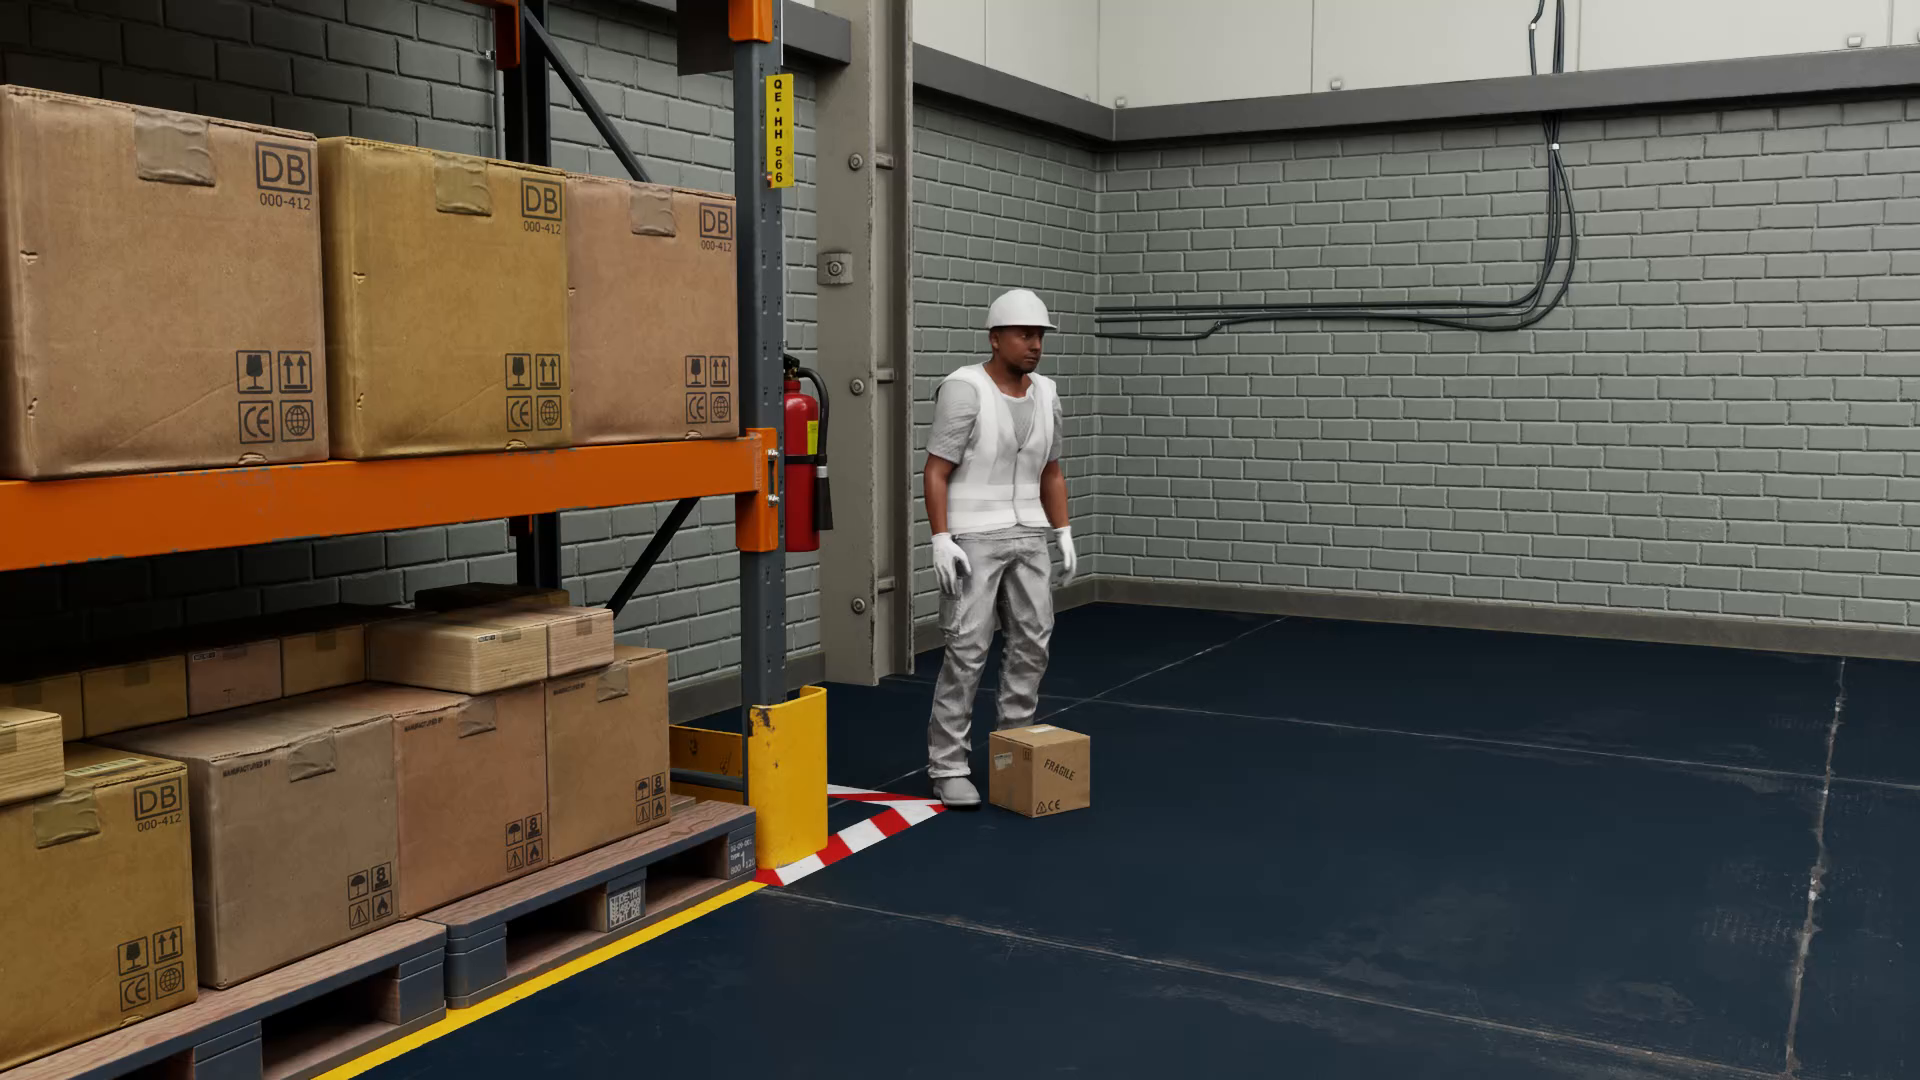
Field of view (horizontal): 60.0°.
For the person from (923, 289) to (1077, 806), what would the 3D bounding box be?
[{"bbox_3d":[0.145,0.017,5.855,0.631,1.776,0.443,-4,7,-37],"label":"person"}]
